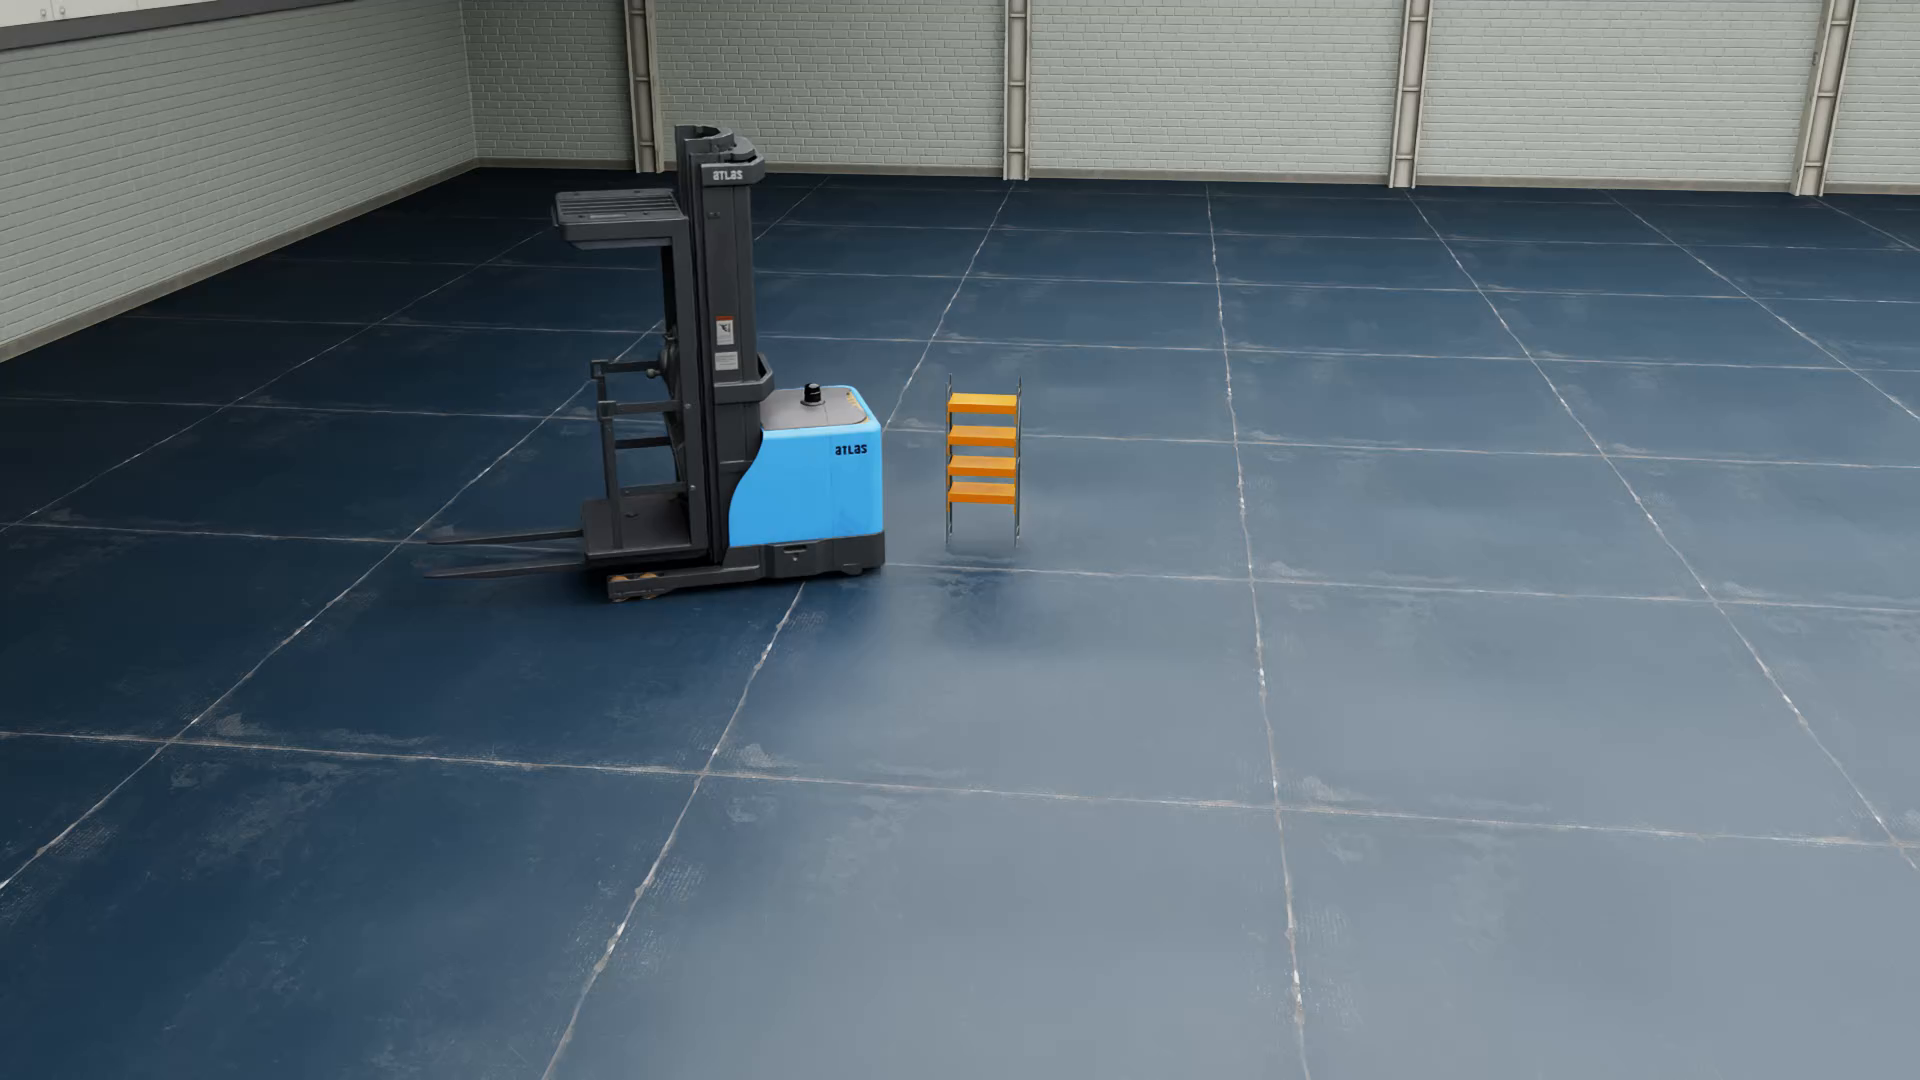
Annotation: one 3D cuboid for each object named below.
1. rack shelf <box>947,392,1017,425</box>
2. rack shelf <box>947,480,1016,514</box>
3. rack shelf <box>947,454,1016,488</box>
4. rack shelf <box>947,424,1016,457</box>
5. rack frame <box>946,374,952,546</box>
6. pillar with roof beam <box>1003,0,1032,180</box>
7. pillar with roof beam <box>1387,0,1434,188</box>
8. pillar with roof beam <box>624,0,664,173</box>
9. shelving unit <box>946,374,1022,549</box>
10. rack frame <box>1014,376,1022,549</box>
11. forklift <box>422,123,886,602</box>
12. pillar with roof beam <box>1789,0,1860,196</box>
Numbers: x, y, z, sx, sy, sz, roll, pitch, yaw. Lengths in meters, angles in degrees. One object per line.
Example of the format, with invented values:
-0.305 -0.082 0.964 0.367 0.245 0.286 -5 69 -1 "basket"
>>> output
0.164 -0.916 11.557 0.480 0.148 0.258 2 22 6 "rack shelf"
0.164 -0.304 11.799 0.480 0.148 0.258 2 22 6 "rack shelf"
0.164 -0.488 11.726 0.480 0.148 0.258 2 22 6 "rack shelf"
0.164 -0.696 11.644 0.480 0.148 0.258 2 22 6 "rack shelf"
-0.078 -0.561 11.728 0.015 1.200 0.240 2 22 6 "rack frame"
0.391 -8.377 20.889 0.400 9.000 9.100 2 22 6 "pillar with roof beam"
6.350 -8.118 20.233 0.400 9.000 9.100 2 22 6 "pillar with roof beam"
-5.567 -8.637 21.546 0.400 9.000 9.100 2 22 6 "pillar with roof beam"
0.164 -0.551 11.701 0.503 1.200 0.258 2 22 6 "shelving unit"
0.407 -0.540 11.674 0.015 1.200 0.240 2 22 6 "rack frame"
-2.083 -1.172 10.918 3.031 2.935 1.130 -5 22 -13 "forklift"
12.308 -7.858 19.576 0.400 9.000 9.100 2 22 6 "pillar with roof beam"
